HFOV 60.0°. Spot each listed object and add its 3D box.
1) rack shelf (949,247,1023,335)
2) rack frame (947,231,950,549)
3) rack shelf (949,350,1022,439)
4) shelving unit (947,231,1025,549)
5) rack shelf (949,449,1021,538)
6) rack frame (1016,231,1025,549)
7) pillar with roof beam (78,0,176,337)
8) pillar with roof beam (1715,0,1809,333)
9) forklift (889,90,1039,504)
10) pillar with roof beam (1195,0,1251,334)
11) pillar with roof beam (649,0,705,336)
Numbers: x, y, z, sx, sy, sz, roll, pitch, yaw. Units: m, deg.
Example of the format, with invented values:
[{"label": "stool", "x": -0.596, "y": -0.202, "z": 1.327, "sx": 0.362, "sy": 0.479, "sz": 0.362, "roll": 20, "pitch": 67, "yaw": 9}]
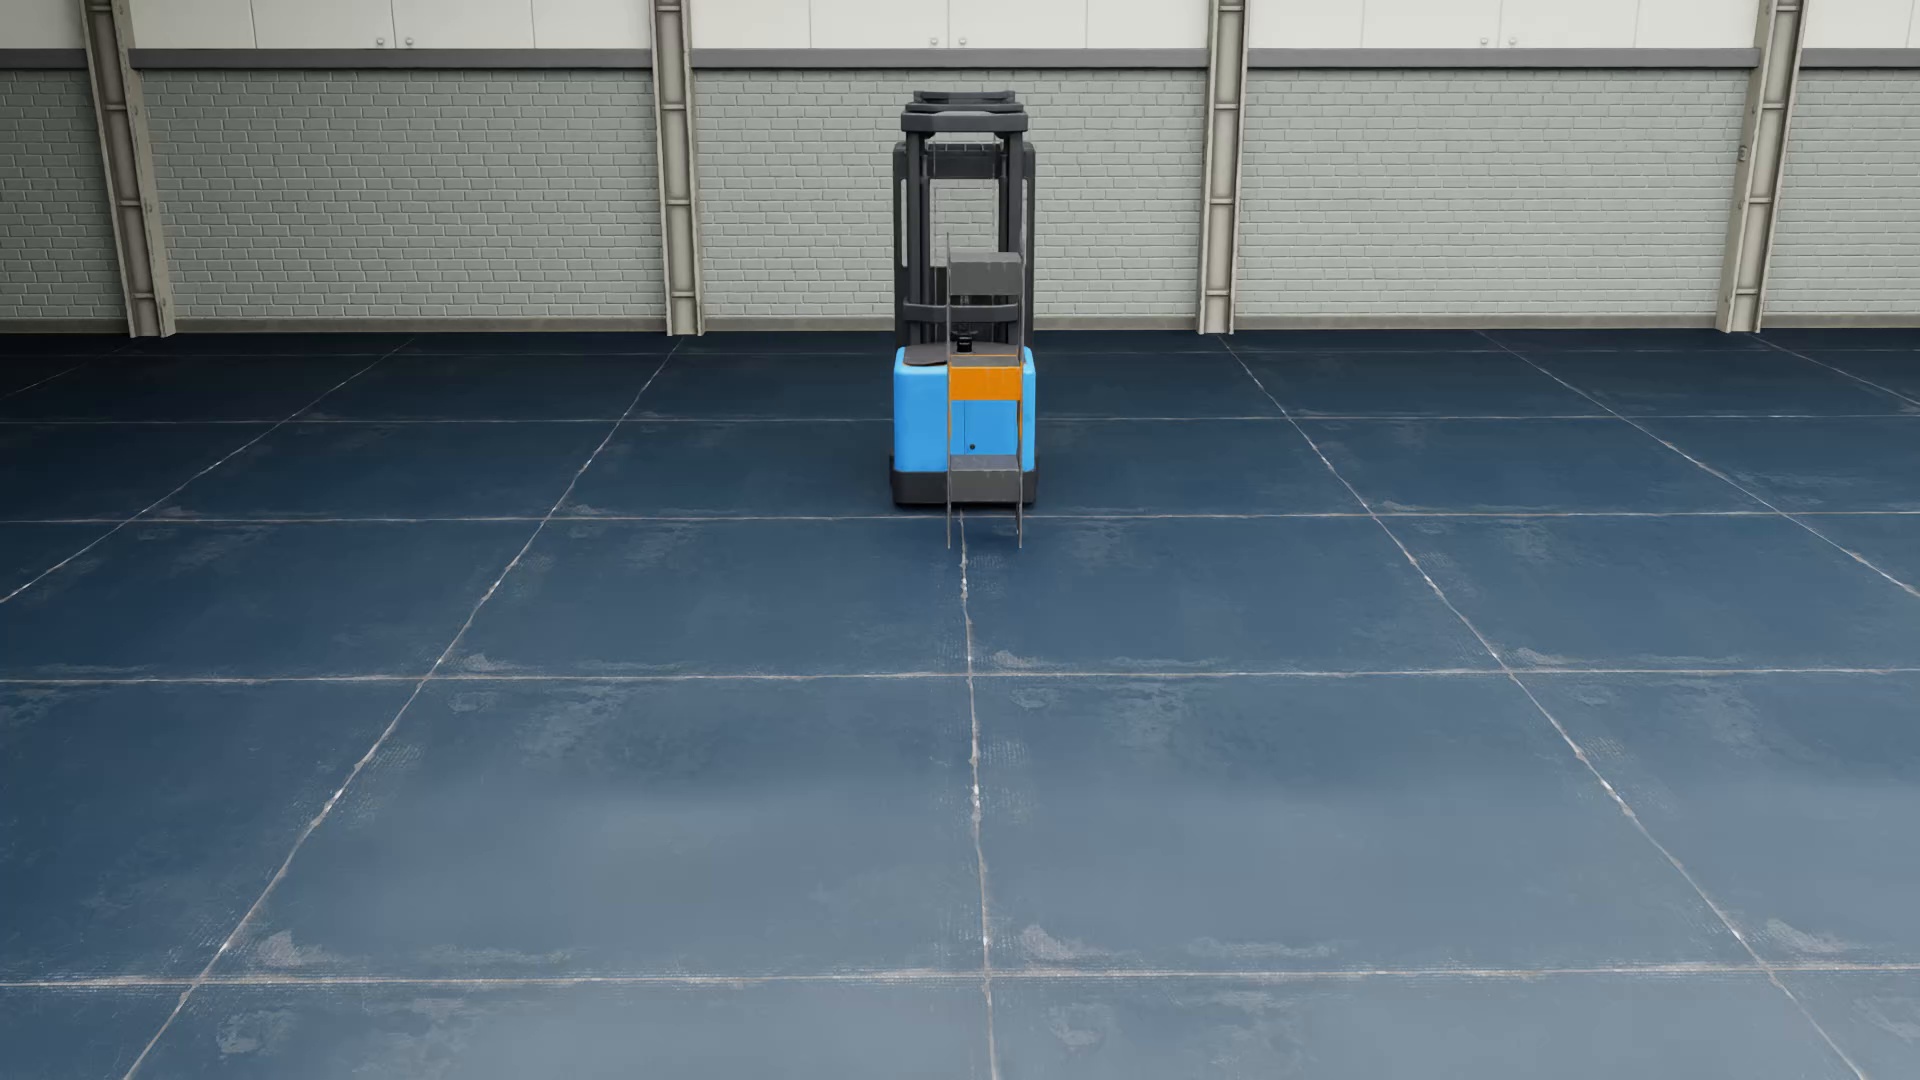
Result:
[{"label": "rack shelf", "x": 0.166, "y": -1.654, "z": 11.020, "sx": 0.480, "sy": 0.518, "sz": 0.431, "roll": 0, "pitch": 18, "yaw": -1}, {"label": "rack frame", "x": -0.078, "y": -0.999, "z": 11.226, "sx": 0.015, "sy": 2.100, "sz": 0.400, "roll": 0, "pitch": 18, "yaw": -1}, {"label": "rack shelf", "x": 0.166, "y": -0.988, "z": 11.233, "sx": 0.480, "sy": 0.518, "sz": 0.431, "roll": 0, "pitch": 18, "yaw": -1}, {"label": "shelving unit", "x": 0.166, "y": -1.001, "z": 11.229, "sx": 0.503, "sy": 2.100, "sz": 0.431, "roll": 0, "pitch": 18, "yaw": -1}, {"label": "rack shelf", "x": 0.166, "y": -0.321, "z": 11.447, "sx": 0.480, "sy": 0.518, "sz": 0.431, "roll": 0, "pitch": 18, "yaw": -1}, {"label": "rack frame", "x": 0.409, "y": -1.002, "z": 11.233, "sx": 0.015, "sy": 2.100, "sz": 0.400, "roll": 0, "pitch": 18, "yaw": -1}, {"label": "pillar with roof beam", "x": -9.034, "y": -5.288, "z": 13.299, "sx": 0.400, "sy": 9.000, "sz": 9.100, "roll": 0, "pitch": 18, "yaw": -1}, {"label": "pillar with roof beam", "x": 8.963, "y": -5.374, "z": 13.569, "sx": 0.400, "sy": 9.000, "sz": 9.100, "roll": 0, "pitch": 18, "yaw": -1}, {"label": "forklift", "x": 0.031, "y": -2.054, "z": 13.152, "sx": 1.130, "sy": 2.935, "sz": 3.031, "roll": 0, "pitch": 18, "yaw": 0}, {"label": "pillar with roof beam", "x": 2.964, "y": -5.345, "z": 13.479, "sx": 0.400, "sy": 9.000, "sz": 9.100, "roll": 0, "pitch": 18, "yaw": -1}, {"label": "pillar with roof beam", "x": -3.035, "y": -5.317, "z": 13.389, "sx": 0.400, "sy": 9.000, "sz": 9.100, "roll": 0, "pitch": 18, "yaw": -1}]
